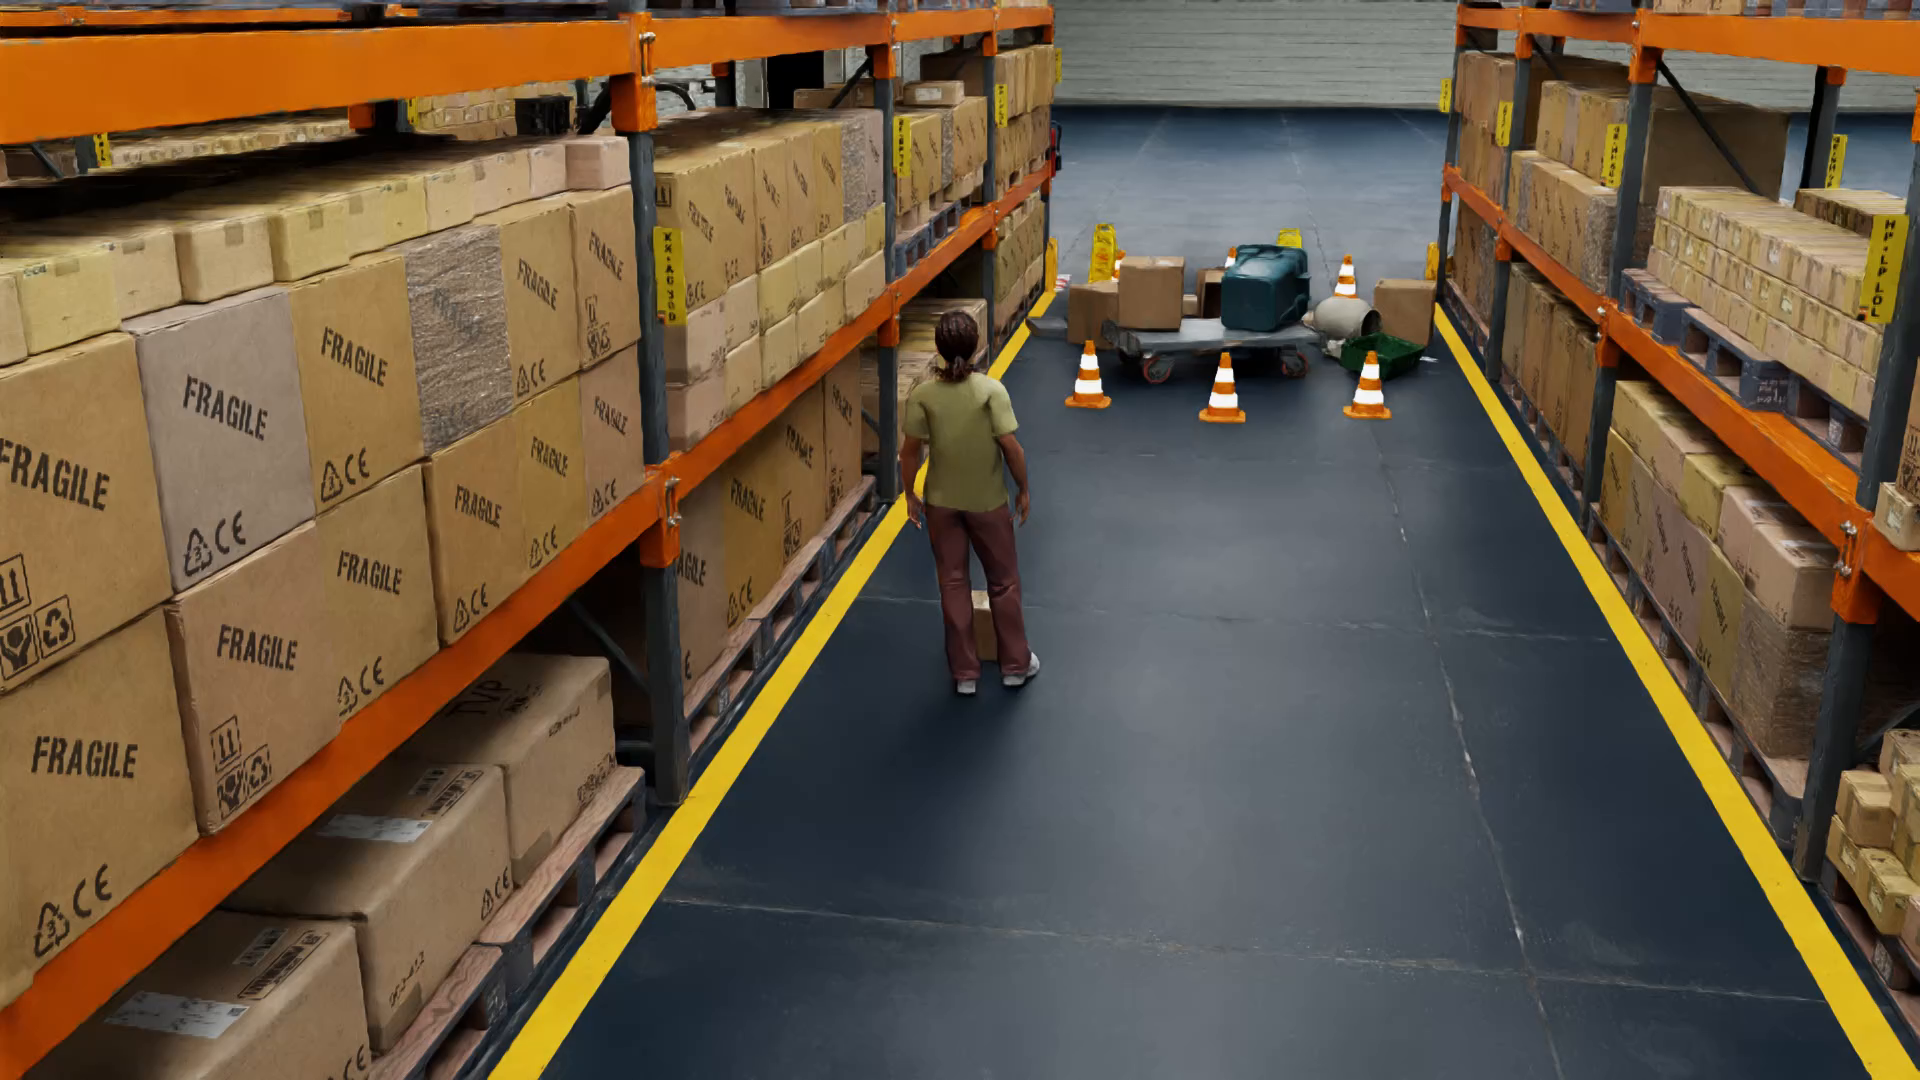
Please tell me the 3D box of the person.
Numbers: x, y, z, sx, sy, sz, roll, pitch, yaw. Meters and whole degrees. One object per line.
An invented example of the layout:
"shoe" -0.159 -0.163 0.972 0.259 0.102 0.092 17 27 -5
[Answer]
"person" 0.046 -0.162 7.043 0.556 1.662 0.550 3 18 9
